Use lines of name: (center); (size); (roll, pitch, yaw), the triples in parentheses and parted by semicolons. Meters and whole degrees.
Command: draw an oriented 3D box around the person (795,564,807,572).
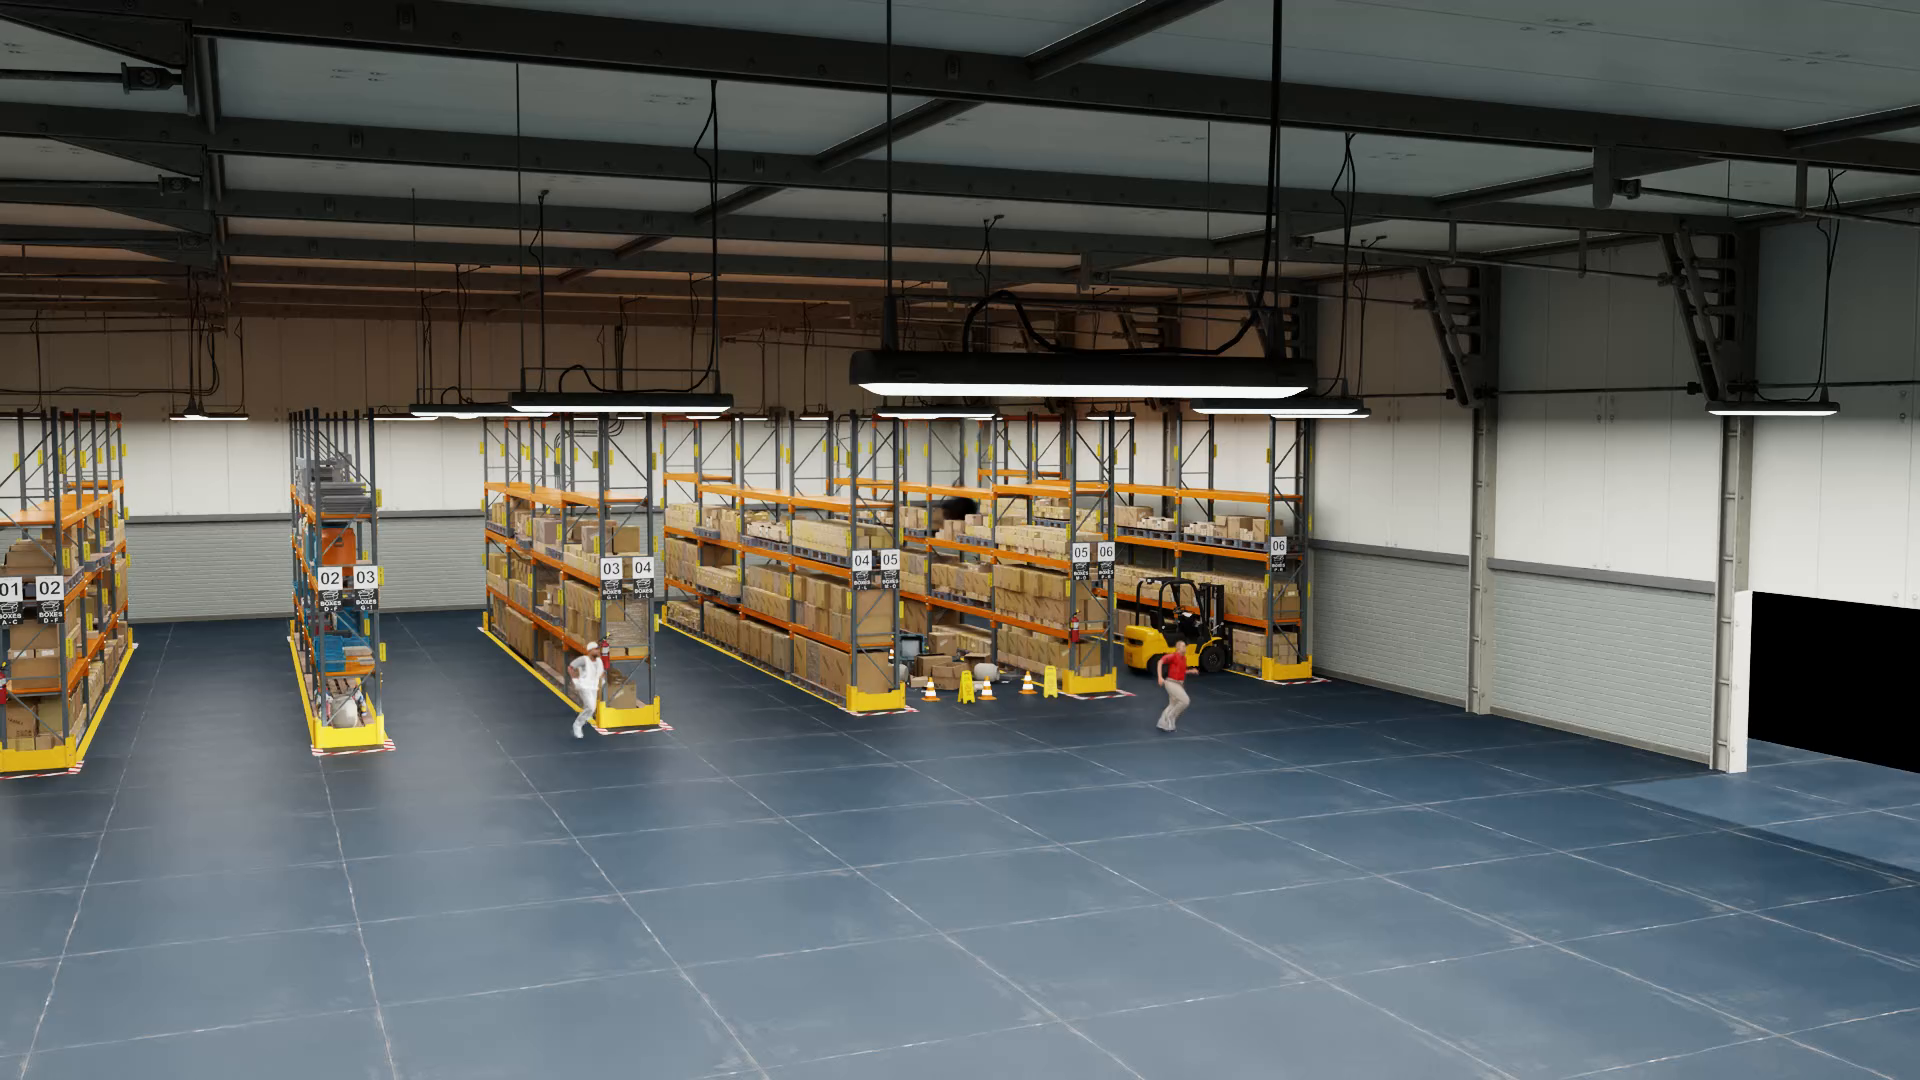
person: (-4.973, 1.264, 50.762); (0.908, 1.770, 0.668); (-2, 4, -26)

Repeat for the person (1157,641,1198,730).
person: (4.025, 2.707, 30.801); (0.774, 1.678, 0.700); (2, 5, 30)

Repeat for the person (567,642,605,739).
person: (-6.748, 2.722, 30.312); (0.619, 1.724, 0.709); (2, 5, 28)
